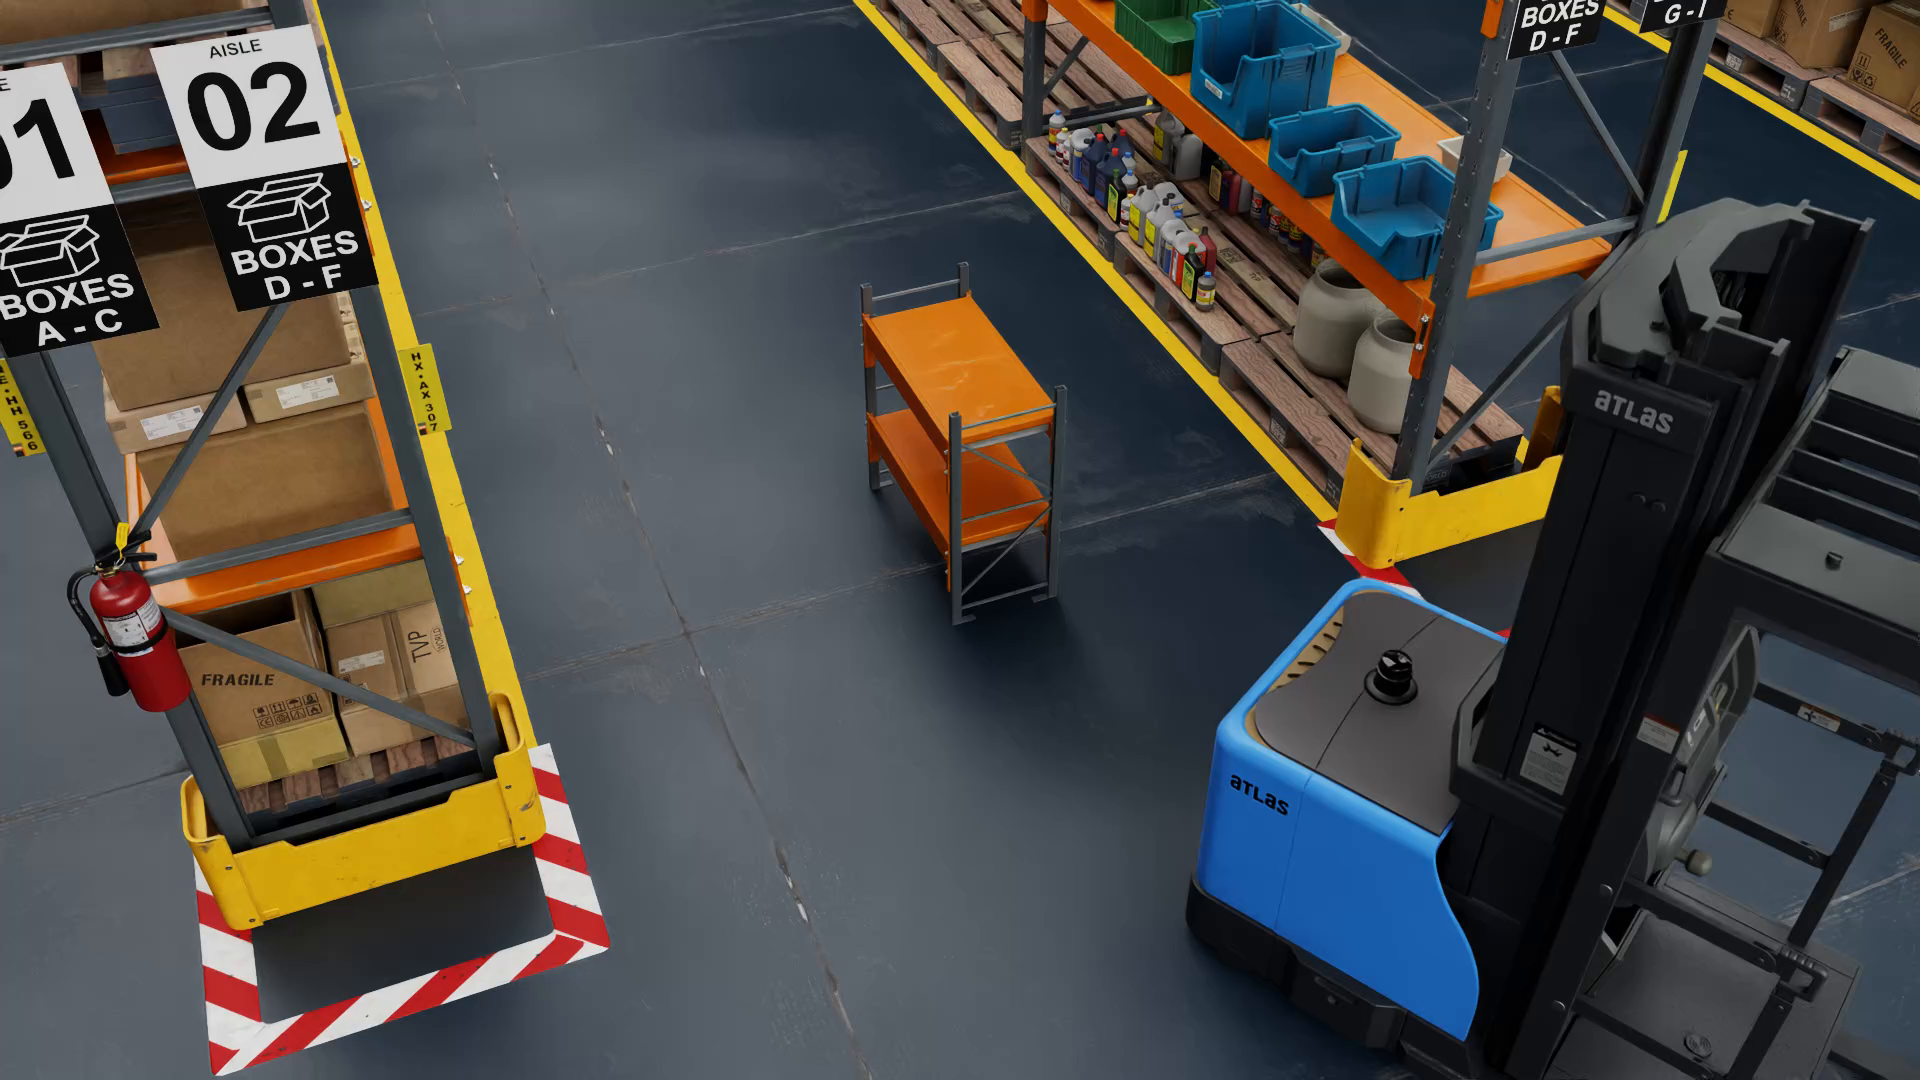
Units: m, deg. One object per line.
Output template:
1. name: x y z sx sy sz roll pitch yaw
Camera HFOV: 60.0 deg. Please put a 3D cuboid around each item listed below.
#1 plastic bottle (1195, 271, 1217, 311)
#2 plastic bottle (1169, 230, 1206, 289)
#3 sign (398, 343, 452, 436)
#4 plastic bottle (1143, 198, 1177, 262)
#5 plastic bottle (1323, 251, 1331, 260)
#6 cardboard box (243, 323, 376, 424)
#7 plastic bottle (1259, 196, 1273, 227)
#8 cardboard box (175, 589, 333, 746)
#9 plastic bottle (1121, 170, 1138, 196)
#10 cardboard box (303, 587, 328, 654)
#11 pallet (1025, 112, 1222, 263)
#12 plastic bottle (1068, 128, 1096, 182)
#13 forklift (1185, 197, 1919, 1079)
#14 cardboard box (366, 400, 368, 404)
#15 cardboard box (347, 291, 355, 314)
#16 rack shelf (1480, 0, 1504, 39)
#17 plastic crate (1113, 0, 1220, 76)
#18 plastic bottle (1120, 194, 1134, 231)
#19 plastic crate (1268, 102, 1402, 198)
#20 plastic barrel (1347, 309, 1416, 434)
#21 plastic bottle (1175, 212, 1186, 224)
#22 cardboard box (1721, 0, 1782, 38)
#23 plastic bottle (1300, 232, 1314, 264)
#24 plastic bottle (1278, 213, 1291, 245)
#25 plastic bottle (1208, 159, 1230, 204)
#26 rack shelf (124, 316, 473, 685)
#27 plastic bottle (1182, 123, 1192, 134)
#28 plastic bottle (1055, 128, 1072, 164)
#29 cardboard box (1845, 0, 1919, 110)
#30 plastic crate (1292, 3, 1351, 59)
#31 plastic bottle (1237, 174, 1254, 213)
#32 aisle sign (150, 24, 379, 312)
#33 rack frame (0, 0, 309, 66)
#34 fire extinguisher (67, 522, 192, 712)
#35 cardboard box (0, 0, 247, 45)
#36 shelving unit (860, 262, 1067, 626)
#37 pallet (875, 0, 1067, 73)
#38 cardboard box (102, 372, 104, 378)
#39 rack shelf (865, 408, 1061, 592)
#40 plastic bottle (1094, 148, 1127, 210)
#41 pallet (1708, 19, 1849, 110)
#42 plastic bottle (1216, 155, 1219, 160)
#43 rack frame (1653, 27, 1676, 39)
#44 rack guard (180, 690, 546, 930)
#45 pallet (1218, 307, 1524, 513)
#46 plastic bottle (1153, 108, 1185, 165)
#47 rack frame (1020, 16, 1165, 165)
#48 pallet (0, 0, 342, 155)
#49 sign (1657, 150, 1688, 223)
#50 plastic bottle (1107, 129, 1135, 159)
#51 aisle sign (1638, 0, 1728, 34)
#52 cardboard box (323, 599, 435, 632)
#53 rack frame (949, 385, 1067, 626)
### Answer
1. plastic bottle: 1.288 -1.310 8.700 0.097 0.201 0.097 0 41 0
2. plastic bottle: 1.217 -1.497 8.860 0.152 0.276 0.135 -15 43 -17
3. sign: -1.667 -0.466 5.186 0.100 0.325 0.005 -15 43 -17
4. plastic bottle: 1.097 -1.707 9.048 0.144 0.351 0.185 -13 42 -15
5. plastic bottle: 1.990 -1.509 8.878 0.097 0.271 0.097 0 41 0
6. cardboard box: -2.133 -0.547 5.430 0.380 0.149 0.250 -15 43 -17
7. plastic bottle: 1.743 -1.898 9.330 0.097 0.271 0.097 0 41 0
8. cardboard box: -2.662 0.377 6.141 0.500 0.500 0.500 -15 43 -17
9. plastic bottle: 0.954 -1.966 9.409 0.097 0.271 0.097 0 41 0
10. cardboard box: -2.863 0.362 6.733 0.500 0.250 0.500 -15 43 -17
11. pallet: 1.084 -2.144 10.000 1.003 0.211 1.213 -15 43 -17
12. plastic bottle: 0.731 -2.261 9.749 0.152 0.276 0.135 -14 43 -15
13. forklift: 2.284 0.651 4.664 3.031 2.935 1.130 27 47 28
14. cardboard box: -2.554 -0.611 6.002 0.700 0.500 0.500 -14 43 -16
15. cardboard box: -2.331 -0.856 5.790 0.380 0.149 0.250 -15 43 -17
16. rack shelf: 1.631 -3.276 7.429 1.077 0.370 4.000 -15 43 -17
17. plastic crate: 1.124 -2.648 8.610 0.450 0.188 0.662 -15 43 -17
18. plastic bottle: 0.950 -1.842 9.319 0.097 0.201 0.097 0 41 0
19. plastic crate: 1.685 -1.770 7.540 0.499 0.251 0.408 -15 43 -17
20. plastic barrel: 2.073 -0.800 7.885 0.421 0.512 0.421 0 41 0
21. plastic bottle: 1.192 -1.707 9.162 0.097 0.201 0.097 0 41 0
22. cardboard box: 5.557 -3.813 11.397 0.500 0.500 0.500 -16 43 -18
23. plastic bottle: 1.920 -1.655 9.038 0.061 0.283 0.133 -14 43 -16
24. plastic bottle: 1.821 -1.776 9.188 0.097 0.271 0.097 0 41 0
25. plastic bottle: 1.490 -2.086 9.540 0.061 0.283 0.133 -15 43 -17
26. rack shelf: -2.947 -0.905 6.973 1.077 0.370 4.000 -15 43 -17
27. plastic bottle: 1.378 -2.463 9.926 0.144 0.351 0.185 -16 43 -18
28. plastic bottle: 0.621 -2.360 9.921 0.097 0.201 0.097 0 41 0
29. cardboard box: 6.094 -3.115 10.586 0.500 0.500 0.500 -19 44 -21
30. plastic crate: 1.721 -2.601 8.596 0.530 0.136 0.437 -15 43 -17
31. plastic bottle: 1.634 -2.025 9.475 0.152 0.276 0.135 -14 43 -16
32. aisle sign: -1.874 -0.996 4.532 0.394 0.787 0.004 -15 43 -17
33. rack frame: -2.182 -2.248 3.381 1.000 3.000 0.127 -15 43 -17
34. fire extinguisher: -2.566 0.243 5.145 0.296 0.674 0.183 -15 43 -17
35. cardboard box: -2.398 -1.709 4.547 0.797 0.503 0.637 -12 42 -14
36. shelving unit: -0.003 -0.431 7.307 0.538 1.125 1.048 -15 43 -17
37. pallet: 0.058 -3.759 11.878 1.003 0.211 1.213 -15 43 -17
38. cardboard box: -2.606 -0.597 5.488 0.380 0.149 0.250 -14 43 -16
39. rack shelf: -0.003 -0.245 7.466 0.538 0.278 1.000 -15 43 -17
40. plastic bottle: 0.863 -2.075 9.476 0.144 0.351 0.185 -17 43 -19
41. pallet: 5.731 -3.399 11.459 1.003 0.211 1.213 -15 43 -17
42. plastic bottle: 1.552 -2.234 9.712 0.061 0.283 0.133 -12 42 -14
43. rack frame: 5.441 -4.852 11.010 1.000 3.000 0.127 -15 43 -17
44. rack guard: -2.173 0.989 6.135 1.175 0.500 0.348 -15 43 -17
45. pallet: 2.017 -0.674 8.291 1.003 0.211 1.213 -15 43 -17
46. plastic bottle: 1.245 -2.427 9.884 0.144 0.351 0.185 -15 43 -17
47. rack frame: 0.865 -3.616 9.574 1.000 3.000 0.127 -15 43 -17
48. pallet: -2.429 -1.510 4.891 1.003 0.211 1.213 -15 43 -17
49. sign: 2.906 -1.446 6.838 0.100 0.325 0.005 -15 43 -17
50. plastic bottle: 0.924 -2.225 9.650 0.144 0.351 0.185 -15 43 -17
51. aisle sign: 2.694 -2.222 5.958 0.394 0.787 0.004 -15 43 -17
52. cardboard box: -2.376 0.231 6.886 0.500 0.250 0.500 -15 43 -17
53. rack frame: 0.192 -0.124 6.950 0.500 1.125 0.032 -15 43 -17
